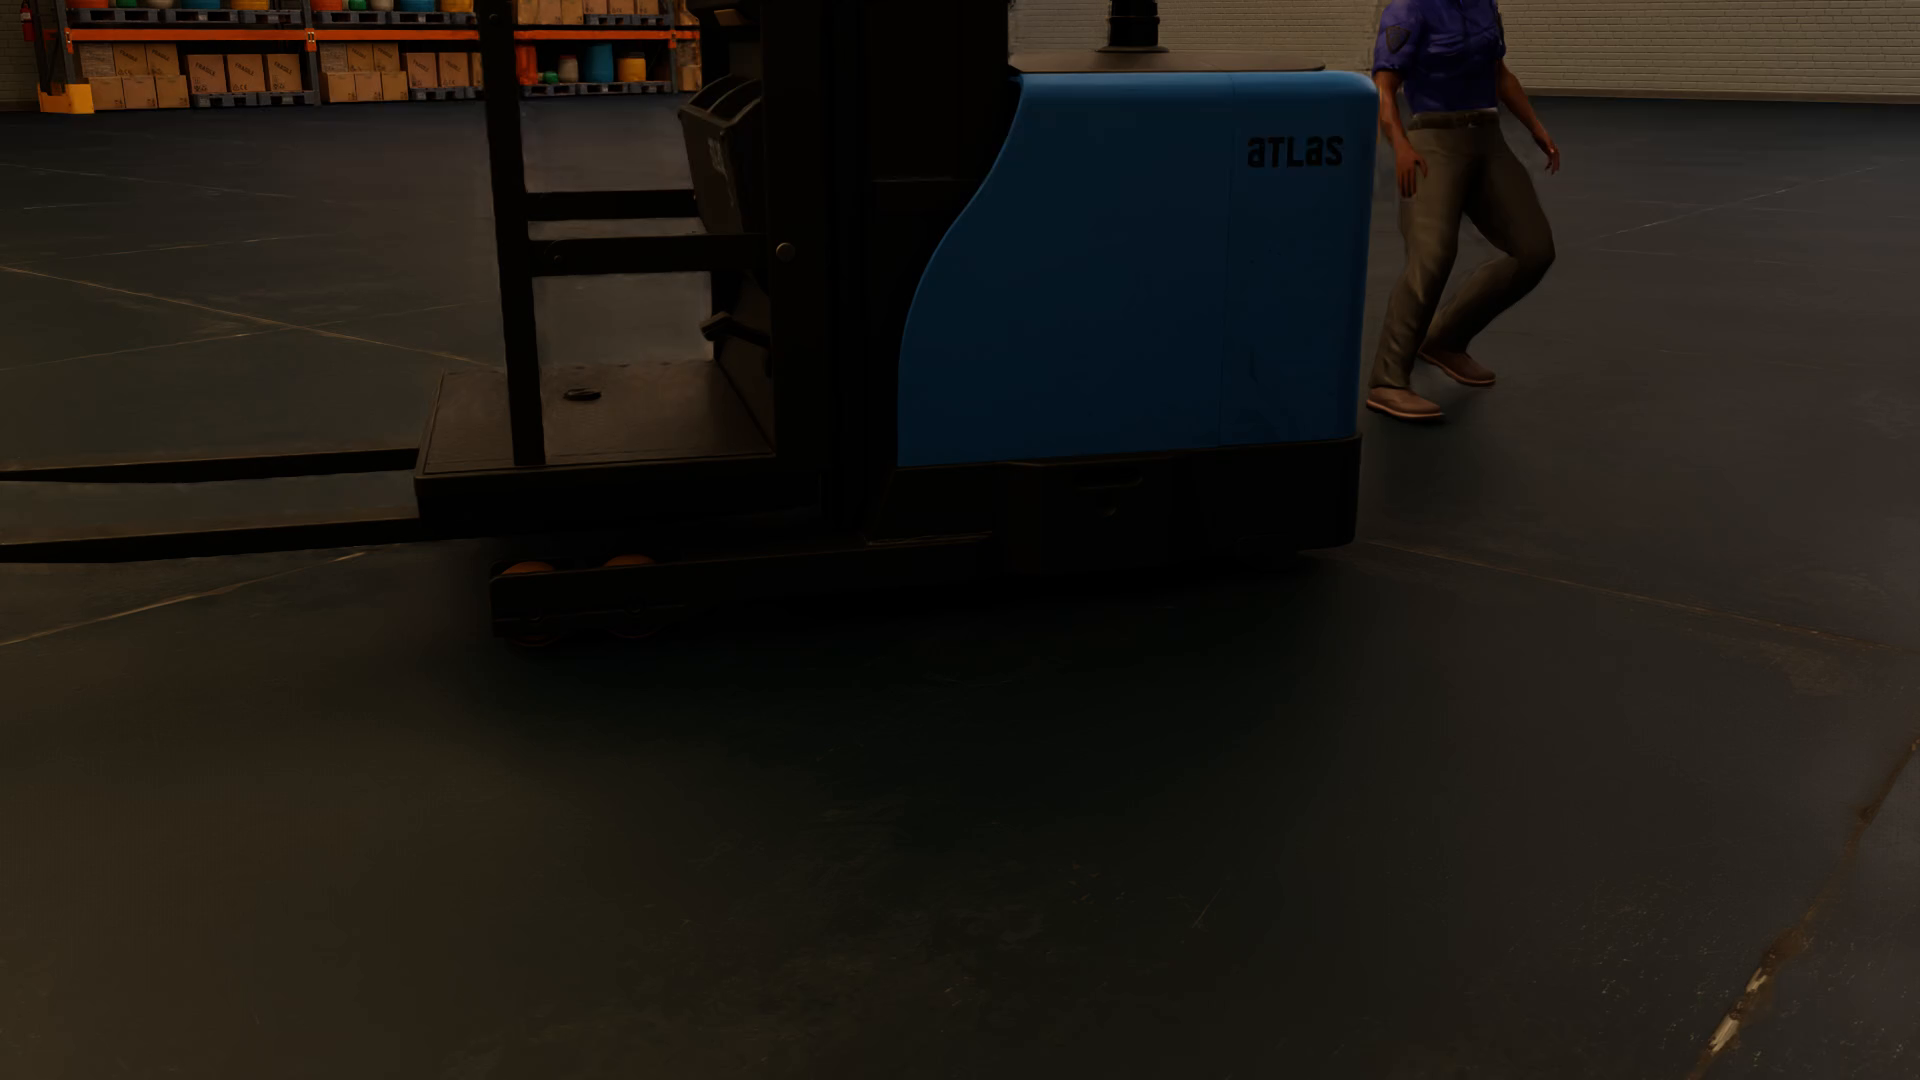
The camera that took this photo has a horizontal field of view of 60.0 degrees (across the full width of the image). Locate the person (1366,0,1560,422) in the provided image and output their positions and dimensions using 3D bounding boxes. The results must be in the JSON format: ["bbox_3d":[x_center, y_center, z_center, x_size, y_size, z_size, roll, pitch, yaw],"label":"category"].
[{"bbox_3d":[1.551,-1.204,5.208,0.700,1.559,0.547,-9,19,-26],"label":"person"}]

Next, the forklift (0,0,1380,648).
[{"bbox_3d":[-0.689,-1.362,3.381,3.031,2.935,1.130,-4,17,-14],"label":"forklift"}]
